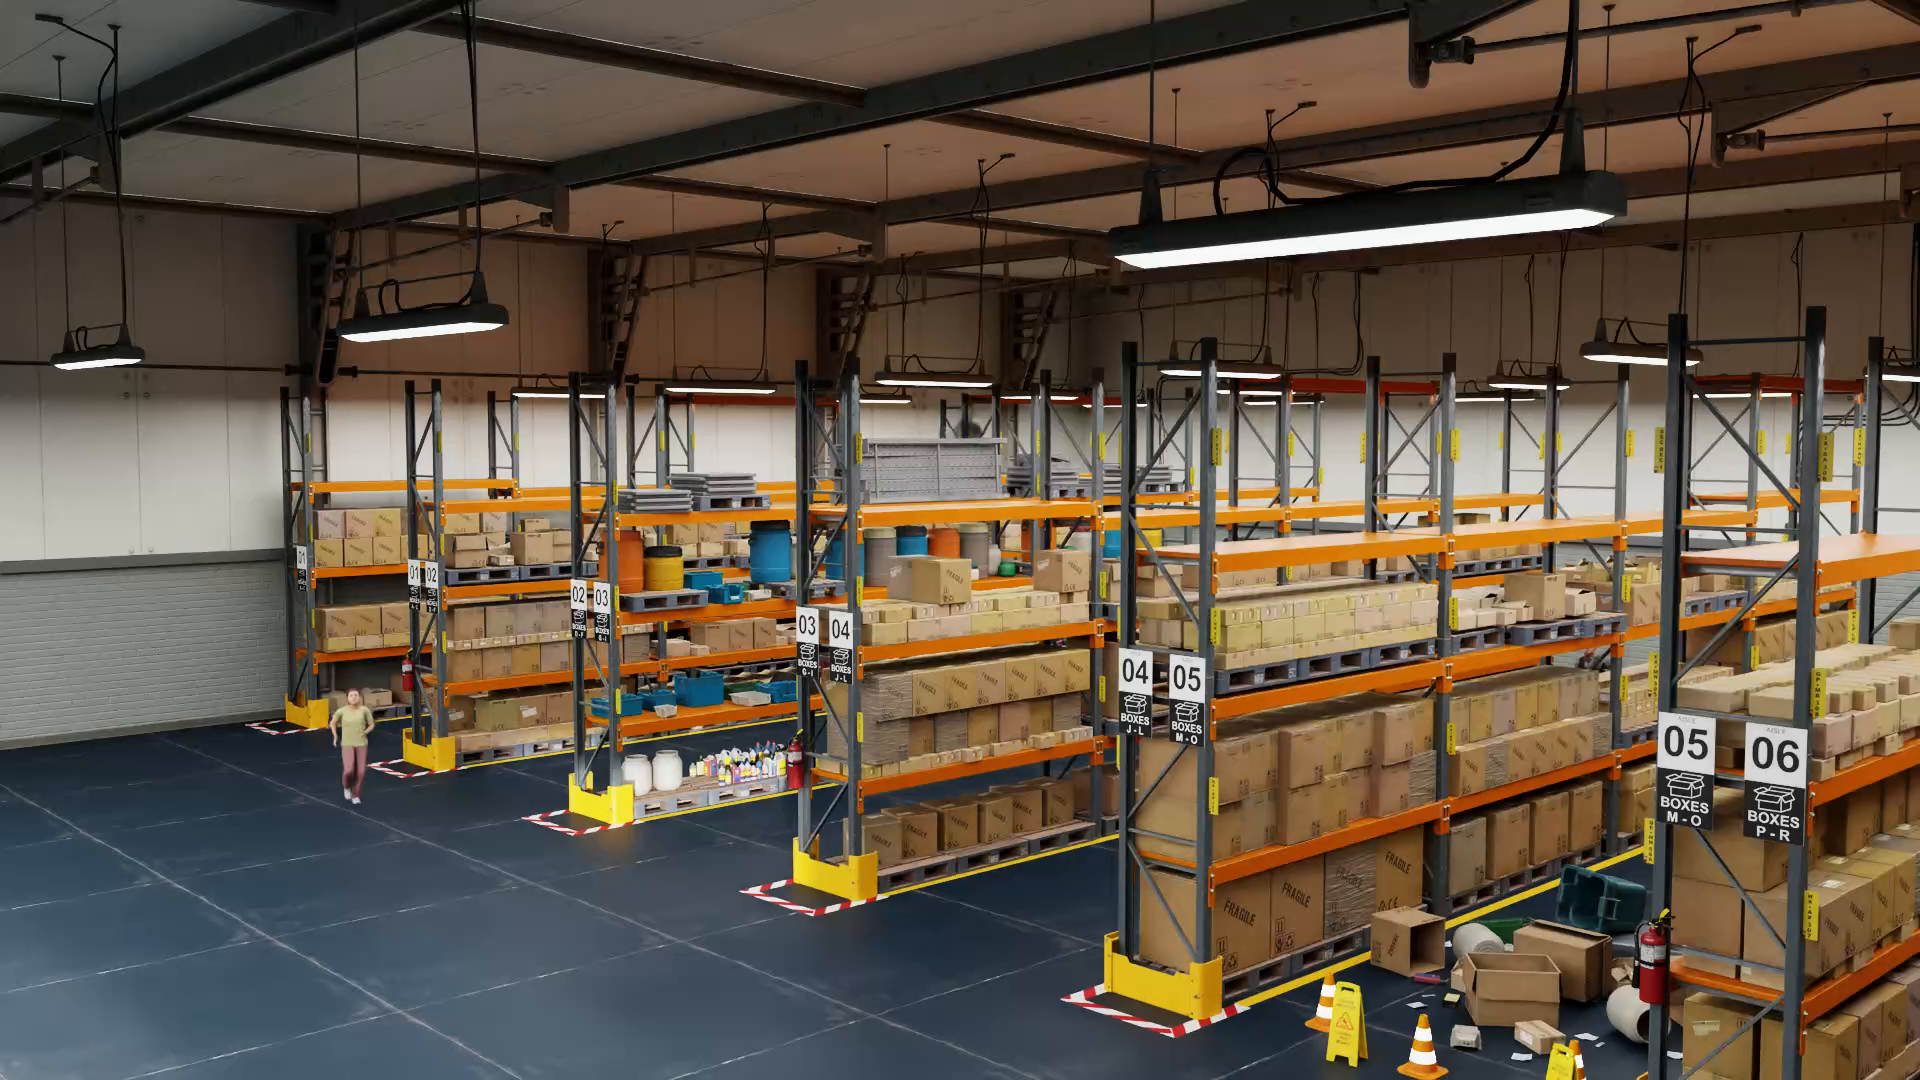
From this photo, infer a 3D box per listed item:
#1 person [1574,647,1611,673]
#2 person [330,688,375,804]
[{"bbox_3d":[10.550,2.559,27.783,0.684,1.703,0.874,3,5,42],"label":"person"},{"bbox_3d":[-8.416,2.867,23.090,0.573,1.630,0.548,-2,4,-25],"label":"person"}]
